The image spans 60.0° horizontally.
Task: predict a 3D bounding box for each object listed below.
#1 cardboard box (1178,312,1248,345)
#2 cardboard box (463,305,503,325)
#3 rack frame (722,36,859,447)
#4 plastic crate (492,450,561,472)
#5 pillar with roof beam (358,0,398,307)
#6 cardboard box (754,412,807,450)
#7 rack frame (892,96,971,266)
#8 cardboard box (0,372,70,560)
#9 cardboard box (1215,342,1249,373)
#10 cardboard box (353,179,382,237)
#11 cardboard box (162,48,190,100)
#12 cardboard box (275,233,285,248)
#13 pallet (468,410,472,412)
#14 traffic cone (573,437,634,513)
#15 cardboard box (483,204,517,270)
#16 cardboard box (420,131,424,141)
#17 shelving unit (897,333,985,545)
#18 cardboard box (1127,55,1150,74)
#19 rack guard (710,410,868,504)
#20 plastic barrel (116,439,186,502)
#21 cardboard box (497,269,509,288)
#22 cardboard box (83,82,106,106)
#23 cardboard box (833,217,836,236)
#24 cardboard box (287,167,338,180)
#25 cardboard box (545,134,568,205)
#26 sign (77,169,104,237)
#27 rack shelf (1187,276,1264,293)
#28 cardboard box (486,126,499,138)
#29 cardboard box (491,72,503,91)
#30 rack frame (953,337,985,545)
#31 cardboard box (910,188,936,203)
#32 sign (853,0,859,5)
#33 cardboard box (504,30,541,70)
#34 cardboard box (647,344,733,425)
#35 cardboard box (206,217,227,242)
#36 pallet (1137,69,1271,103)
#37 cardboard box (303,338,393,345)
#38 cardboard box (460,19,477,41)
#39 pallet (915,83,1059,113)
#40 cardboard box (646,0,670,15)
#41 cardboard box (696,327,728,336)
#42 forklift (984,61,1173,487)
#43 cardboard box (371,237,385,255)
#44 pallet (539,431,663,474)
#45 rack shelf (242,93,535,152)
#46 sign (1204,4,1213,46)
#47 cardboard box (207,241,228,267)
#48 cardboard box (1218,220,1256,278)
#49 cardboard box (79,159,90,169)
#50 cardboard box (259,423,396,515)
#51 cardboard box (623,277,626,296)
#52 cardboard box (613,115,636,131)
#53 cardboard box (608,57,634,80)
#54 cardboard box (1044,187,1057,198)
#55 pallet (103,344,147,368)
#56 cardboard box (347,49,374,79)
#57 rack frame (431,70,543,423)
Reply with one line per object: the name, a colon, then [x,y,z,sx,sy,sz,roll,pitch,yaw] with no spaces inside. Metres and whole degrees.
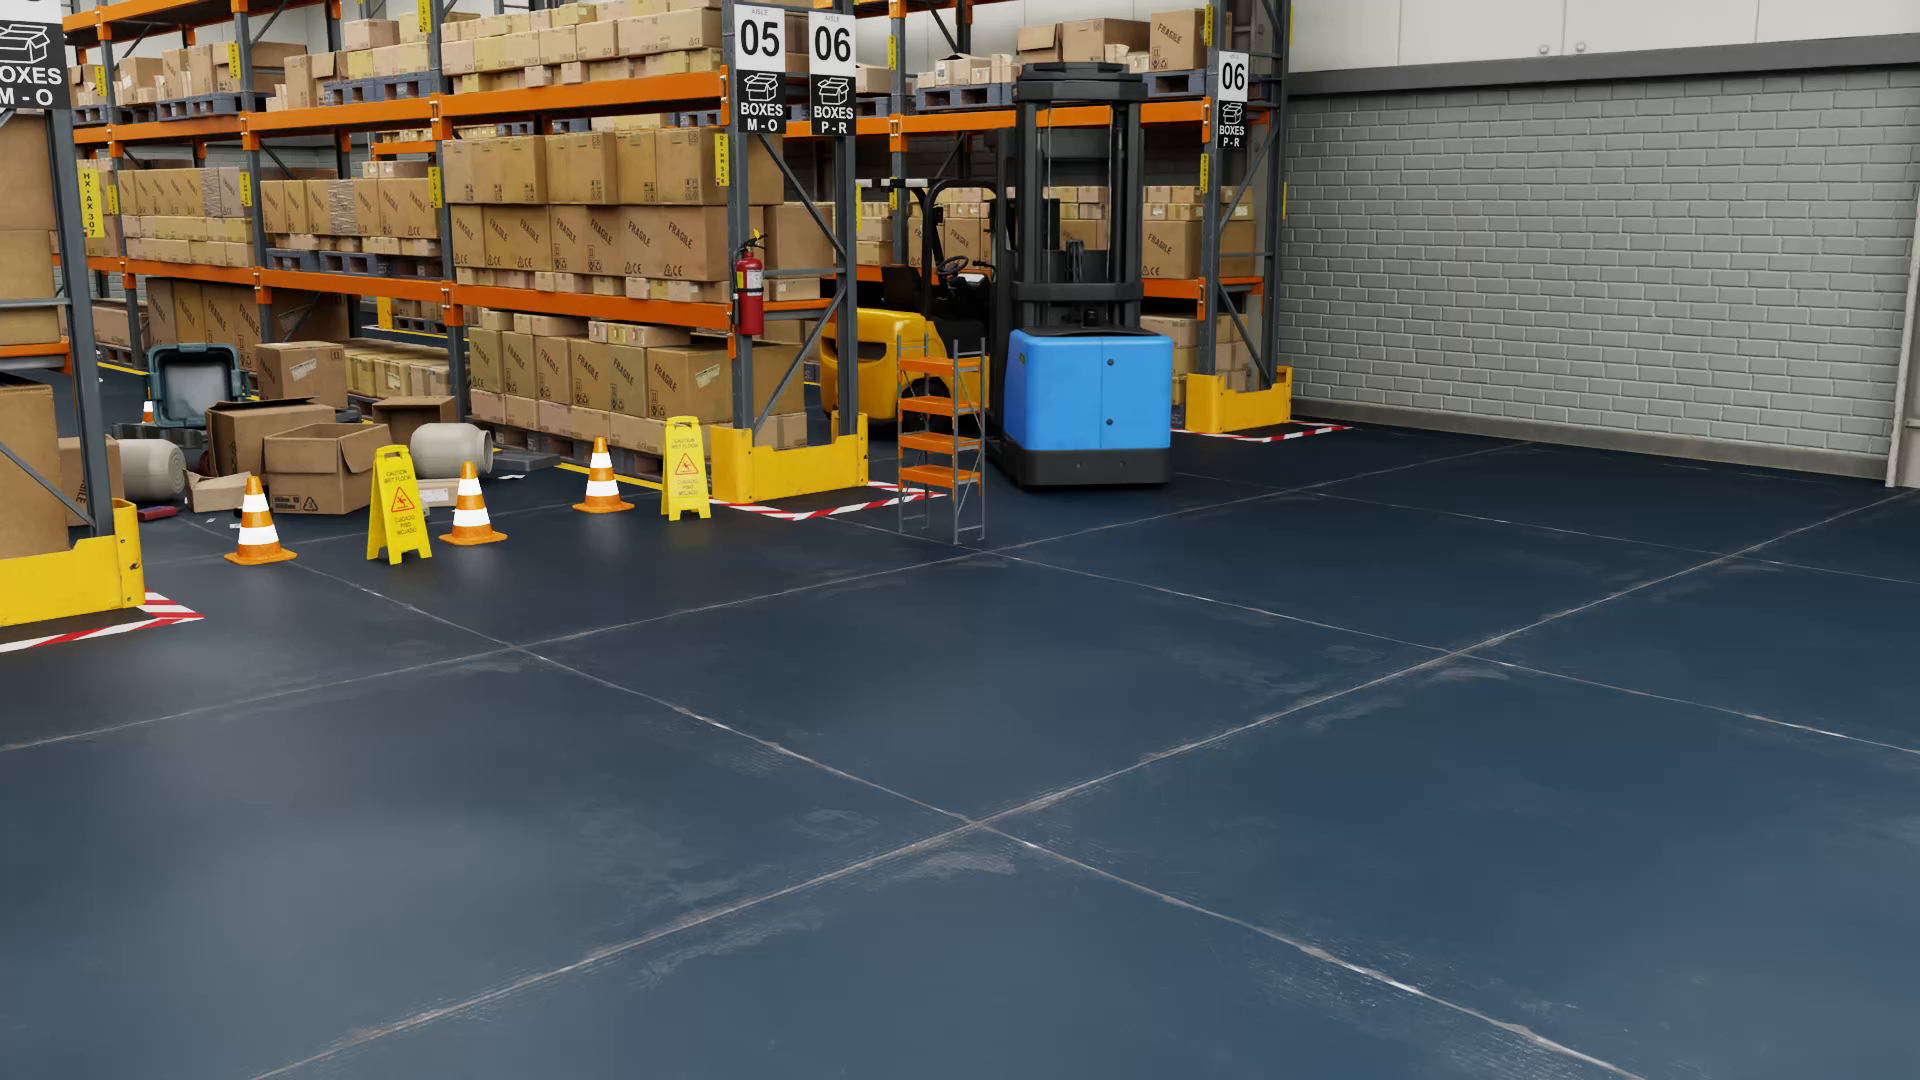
cardboard box: [2.277,-1.936,15.171,0.500,0.250,0.500,-11,16,-43]
cardboard box: [-6.944,-3.423,24.248,0.500,0.500,0.700,11,16,43]
rack frame: [-1.115,-1.799,11.209,1.000,3.000,0.127,-11,16,-43]
plastic crate: [-3.387,-0.609,12.670,0.583,0.080,0.402,6,13,26]
pillar with roof beam: [-12.901,-7.684,24.905,9.100,9.000,0.400,-11,16,-43]
cardboard box: [-1.472,-0.814,12.202,0.500,0.250,0.500,-11,16,-43]
rack frame: [-0.290,-3.075,17.402,1.000,3.000,0.127,-11,16,-43]
cardboard box: [-5.658,-1.517,8.803,0.987,2.999,2.515,-11,16,-42]
cardboard box: [2.298,-1.692,15.227,0.500,0.250,0.500,-11,16,-42]
cardboard box: [-5.058,-2.967,14.852,0.500,0.500,0.500,-10,15,-41]
cardboard box: [-8.067,-4.907,17.573,0.500,0.500,0.500,-11,16,-42]
cardboard box: [-6.550,-2.976,16.503,0.250,0.149,0.380,11,16,42]
pallet: [-4.416,-1.130,14.874,1.003,0.211,1.213,-11,16,-43]
traffic cone: [-2.345,-0.439,10.897,0.336,0.463,0.334,-11,16,-43]
cardboard box: [-3.412,-2.404,13.162,0.500,0.500,0.500,-11,16,-43]
cardboard box: [-7.661,-5.903,24.321,0.380,0.149,0.250,-11,16,-43]
shelving unit: [-0.114,-0.612,9.908,0.258,1.200,0.503,-11,16,-43]
cardboard box: [1.680,-4.170,14.620,0.250,0.149,0.380,11,16,44]
rack guard: [-1.168,-0.586,11.515,1.175,0.500,0.348,-11,16,-43]
plastic barrel: [-5.495,-0.464,11.116,0.512,0.421,0.421,-1,12,-4]
cardboard box: [-3.475,-2.105,13.316,0.380,0.149,0.250,-11,16,-43]
cardboard box: [-10.075,-5.257,19.603,0.396,0.266,0.258,-10,15,-41]
cardboard box: [-1.175,-3.356,17.901,0.500,0.250,0.500,11,16,44]
cardboard box: [-6.804,-3.611,17.279,0.500,0.500,0.500,11,16,43]
cardboard box: [-2.641,-2.754,12.384,0.700,0.500,0.500,-11,16,-43]
sign: [-4.220,-1.633,8.065,0.100,0.325,0.005,-11,16,-43]
rack shelf: [1.091,-2.526,16.038,0.919,0.124,3.809,-11,16,-43]
cardboard box: [-6.277,-5.600,22.846,0.380,0.149,0.250,-11,16,-43]
cardboard box: [-3.448,-3.582,13.054,0.380,0.149,0.250,-11,16,-43]
rack frame: [0.054,-0.576,9.735,0.240,1.200,0.015,-11,16,-43]
cardboard box: [-0.285,-3.499,16.870,0.380,0.149,0.250,-10,16,-41]
sign: [-0.723,-3.772,11.185,0.100,0.325,0.005,-11,16,-43]
cardboard box: [-3.072,-3.673,12.505,0.500,0.250,0.500,-11,16,-42]
cardboard box: [-1.857,-1.106,11.759,0.500,0.500,0.500,-11,16,-42]
cardboard box: [-7.515,-3.247,17.372,0.500,0.250,0.500,11,16,44]
pallet: [2.003,-4.024,14.793,1.003,0.211,1.213,-11,16,-43]
cardboard box: [-6.257,-1.801,16.691,0.625,0.372,0.950,10,16,41]
cardboard box: [-3.696,-3.994,13.076,0.380,0.149,0.250,-10,15,-41]
pallet: [0.318,-4.380,16.522,1.003,0.211,1.213,-11,16,-43]
cardboard box: [-1.902,-3.621,11.268,0.380,0.149,0.250,-11,16,-43]
cardboard box: [-2.632,-2.608,19.982,0.875,0.625,0.625,-10,15,-41]
forklift: [0.775,-2.051,12.602,1.130,2.935,3.031,-1,12,-7]
cardboard box: [-4.985,-2.612,14.738,0.380,0.149,0.250,-11,16,-42]
pallet: [-2.542,-0.746,13.007,1.003,0.211,1.213,-11,16,-43]
rack shelf: [-5.259,-3.791,15.229,1.077,0.370,4.000,-11,16,-43]
sign: [2.070,-4.281,13.827,0.100,0.325,0.005,-11,16,-43]
cardboard box: [-7.541,-3.003,17.425,0.500,0.250,0.500,-11,16,-42]
cardboard box: [2.331,-2.651,15.097,0.500,0.500,0.500,-10,15,-41]
cardboard box: [-10.501,-4.564,20.299,0.380,0.149,0.250,-11,16,-43]
cardboard box: [-4.159,-0.480,10.992,0.637,0.503,0.797,1,12,6]
cardboard box: [-2.220,-1.853,12.093,0.380,0.149,0.250,-11,16,-42]
cardboard box: [-3.930,-5.169,20.503,0.500,0.250,0.500,-11,16,-42]
cardboard box: [-2.252,-3.309,11.729,0.380,0.149,0.250,-11,16,-43]
cardboard box: [1.009,-3.249,15.657,0.380,0.149,0.250,-11,16,-42]
pallet: [-9.871,-2.306,20.582,1.003,0.211,1.213,-11,16,-43]
cardboard box: [-5.083,-4.198,14.752,0.500,0.250,0.500,-11,16,-42]
rack frame: [-3.878,-2.383,14.042,1.000,3.000,0.127,-11,16,-43]
